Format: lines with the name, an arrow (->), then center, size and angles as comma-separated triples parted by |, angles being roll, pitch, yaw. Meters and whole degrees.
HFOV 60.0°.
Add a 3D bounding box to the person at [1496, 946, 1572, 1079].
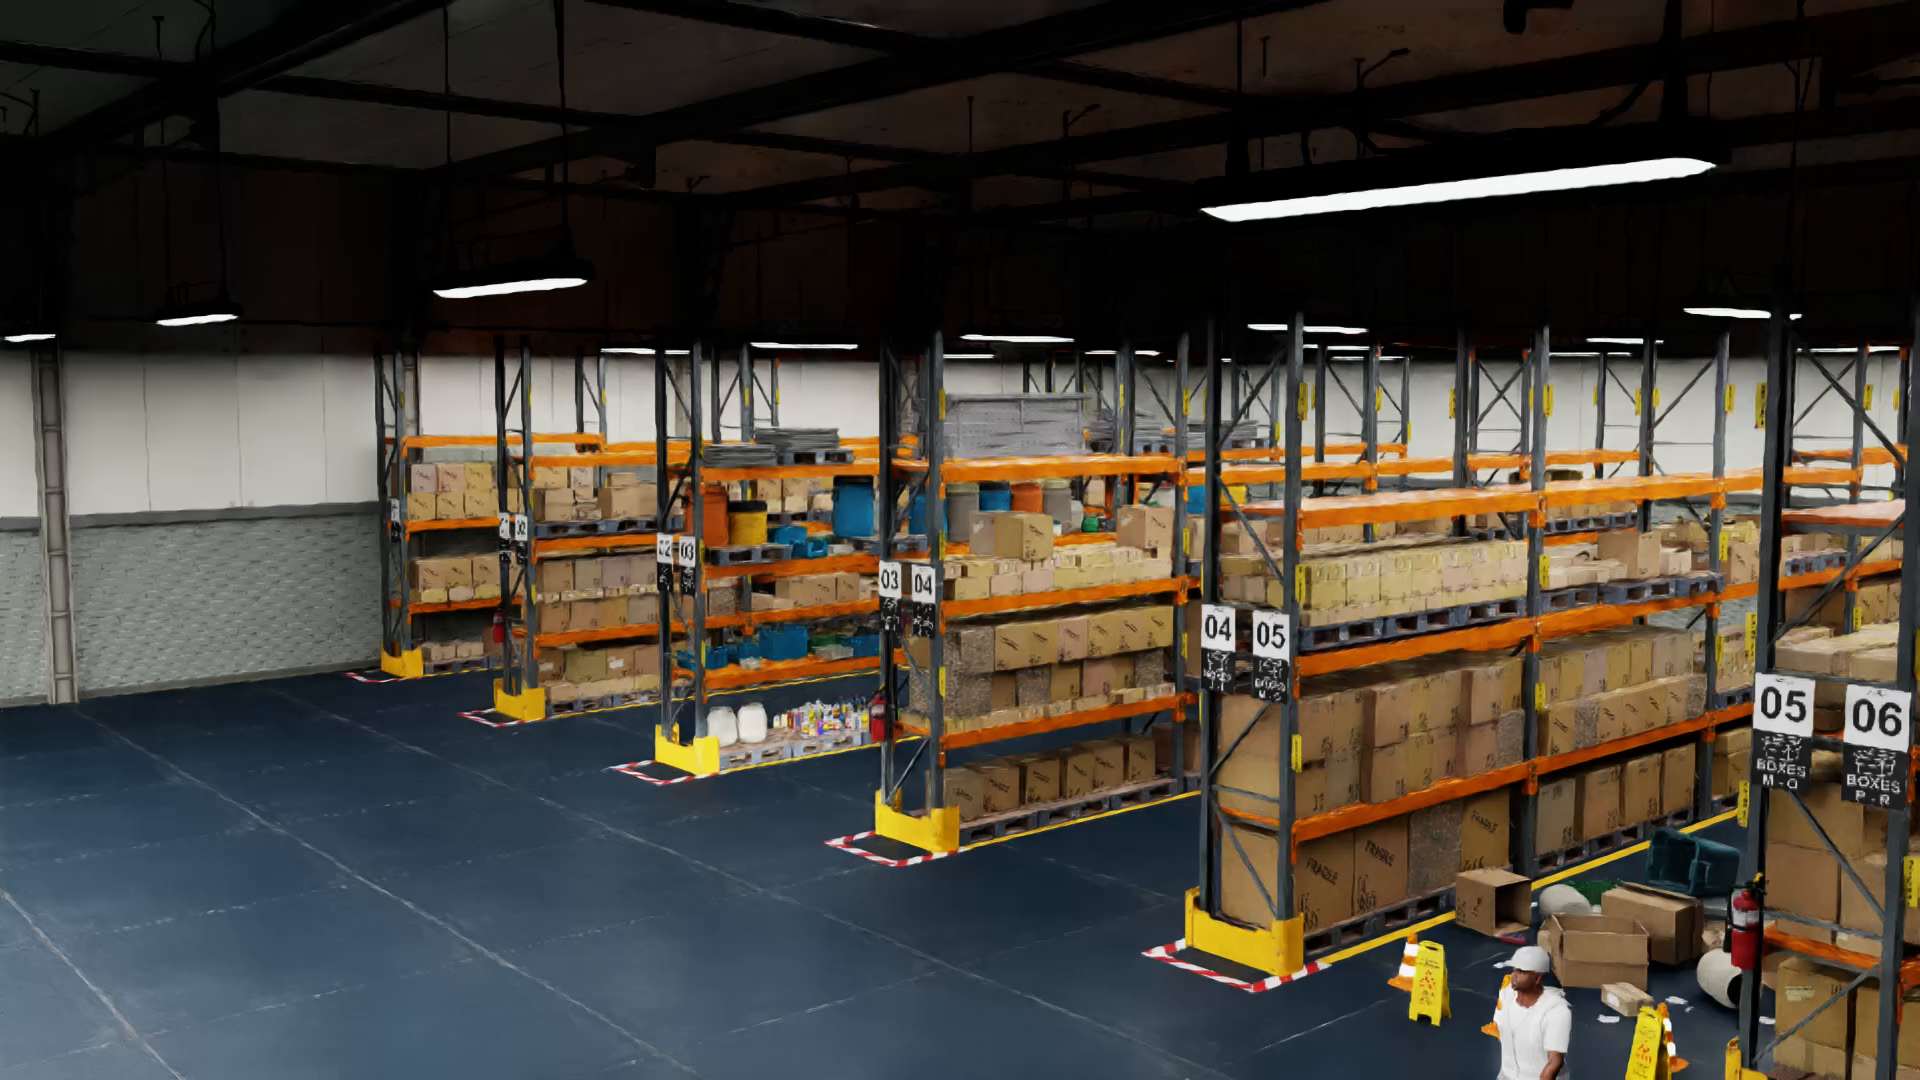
person -> 3.551, 3.363, 10.369 | 1.042, 1.708, 0.569 | -3, 6, -31
